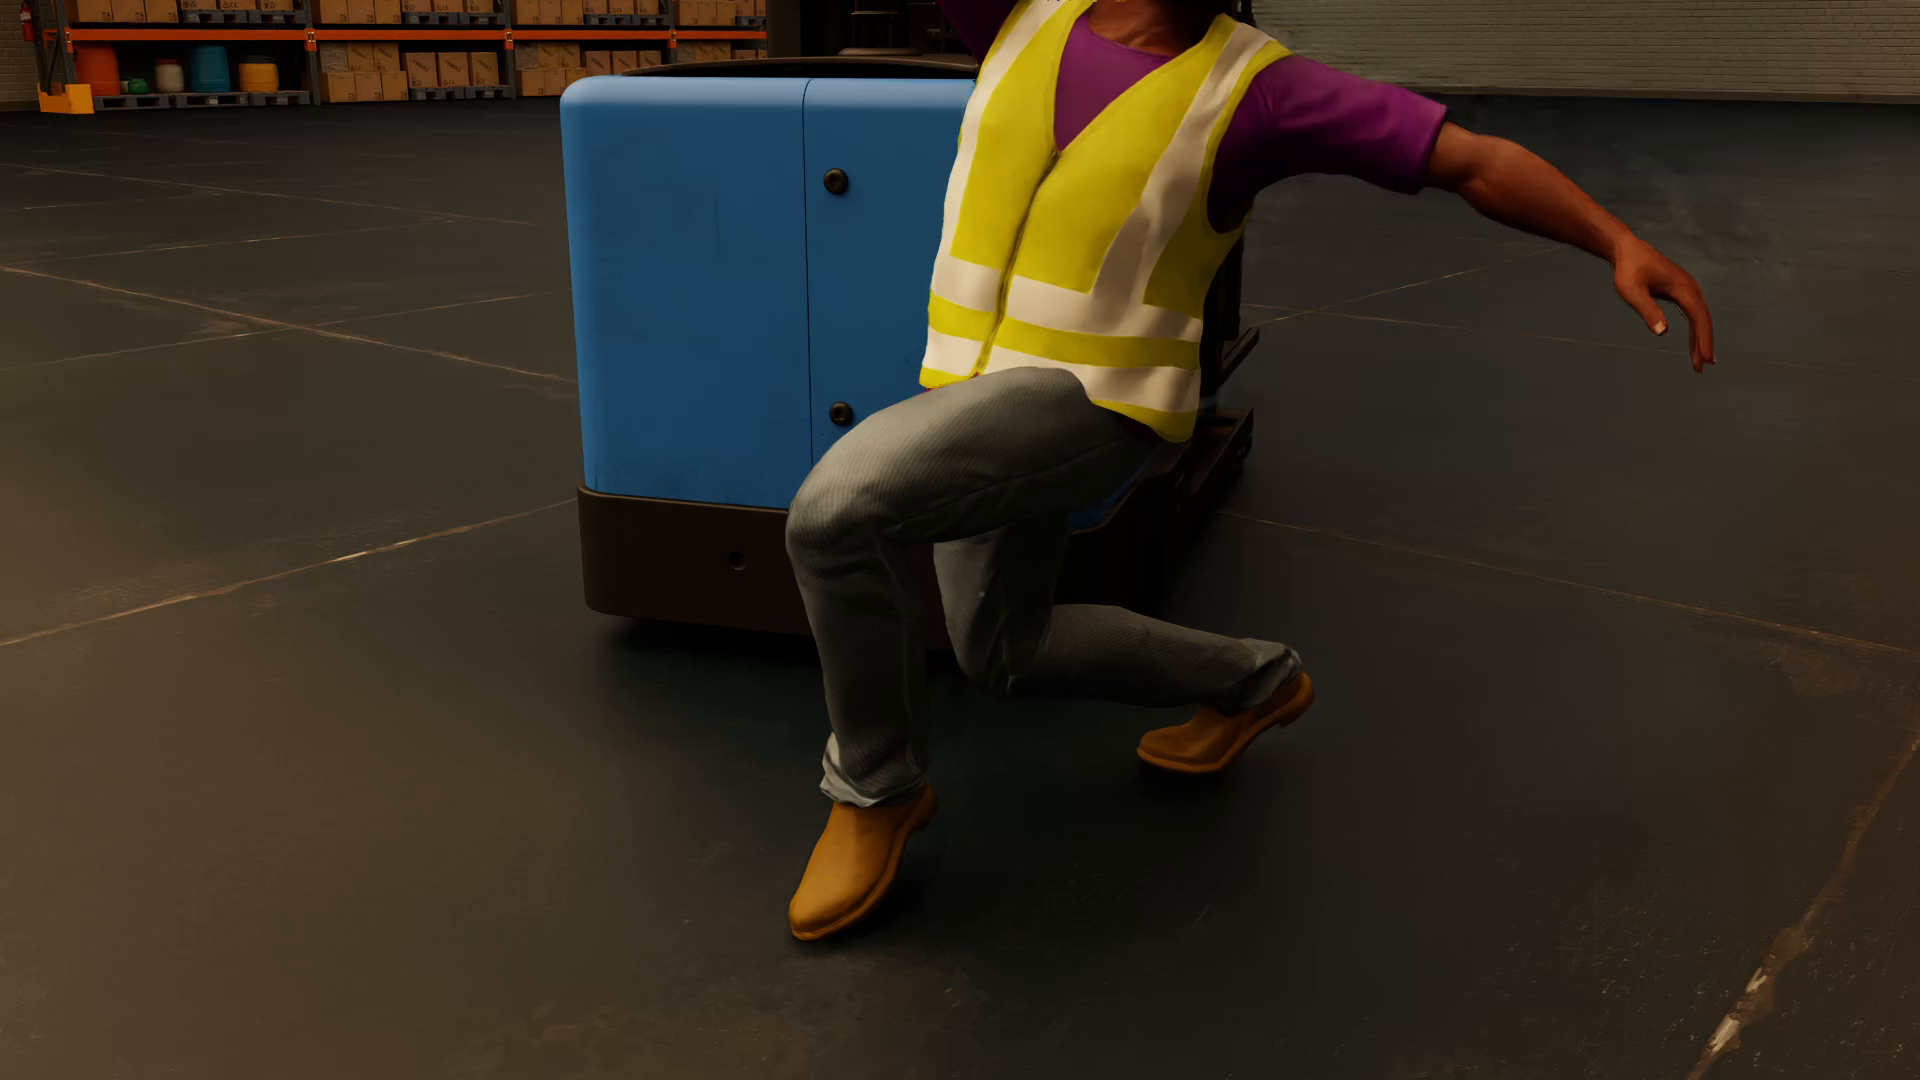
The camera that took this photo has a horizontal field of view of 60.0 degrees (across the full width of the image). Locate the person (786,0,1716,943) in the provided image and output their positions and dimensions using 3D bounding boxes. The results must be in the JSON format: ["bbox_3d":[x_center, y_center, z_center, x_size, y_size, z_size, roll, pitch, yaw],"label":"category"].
[{"bbox_3d":[0.295,-0.213,2.128,0.968,1.474,0.998,-14,22,-39],"label":"person"}]

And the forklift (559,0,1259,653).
[{"bbox_3d":[0.182,-1.571,4.072,1.130,2.935,3.031,5,18,17],"label":"forklift"}]
